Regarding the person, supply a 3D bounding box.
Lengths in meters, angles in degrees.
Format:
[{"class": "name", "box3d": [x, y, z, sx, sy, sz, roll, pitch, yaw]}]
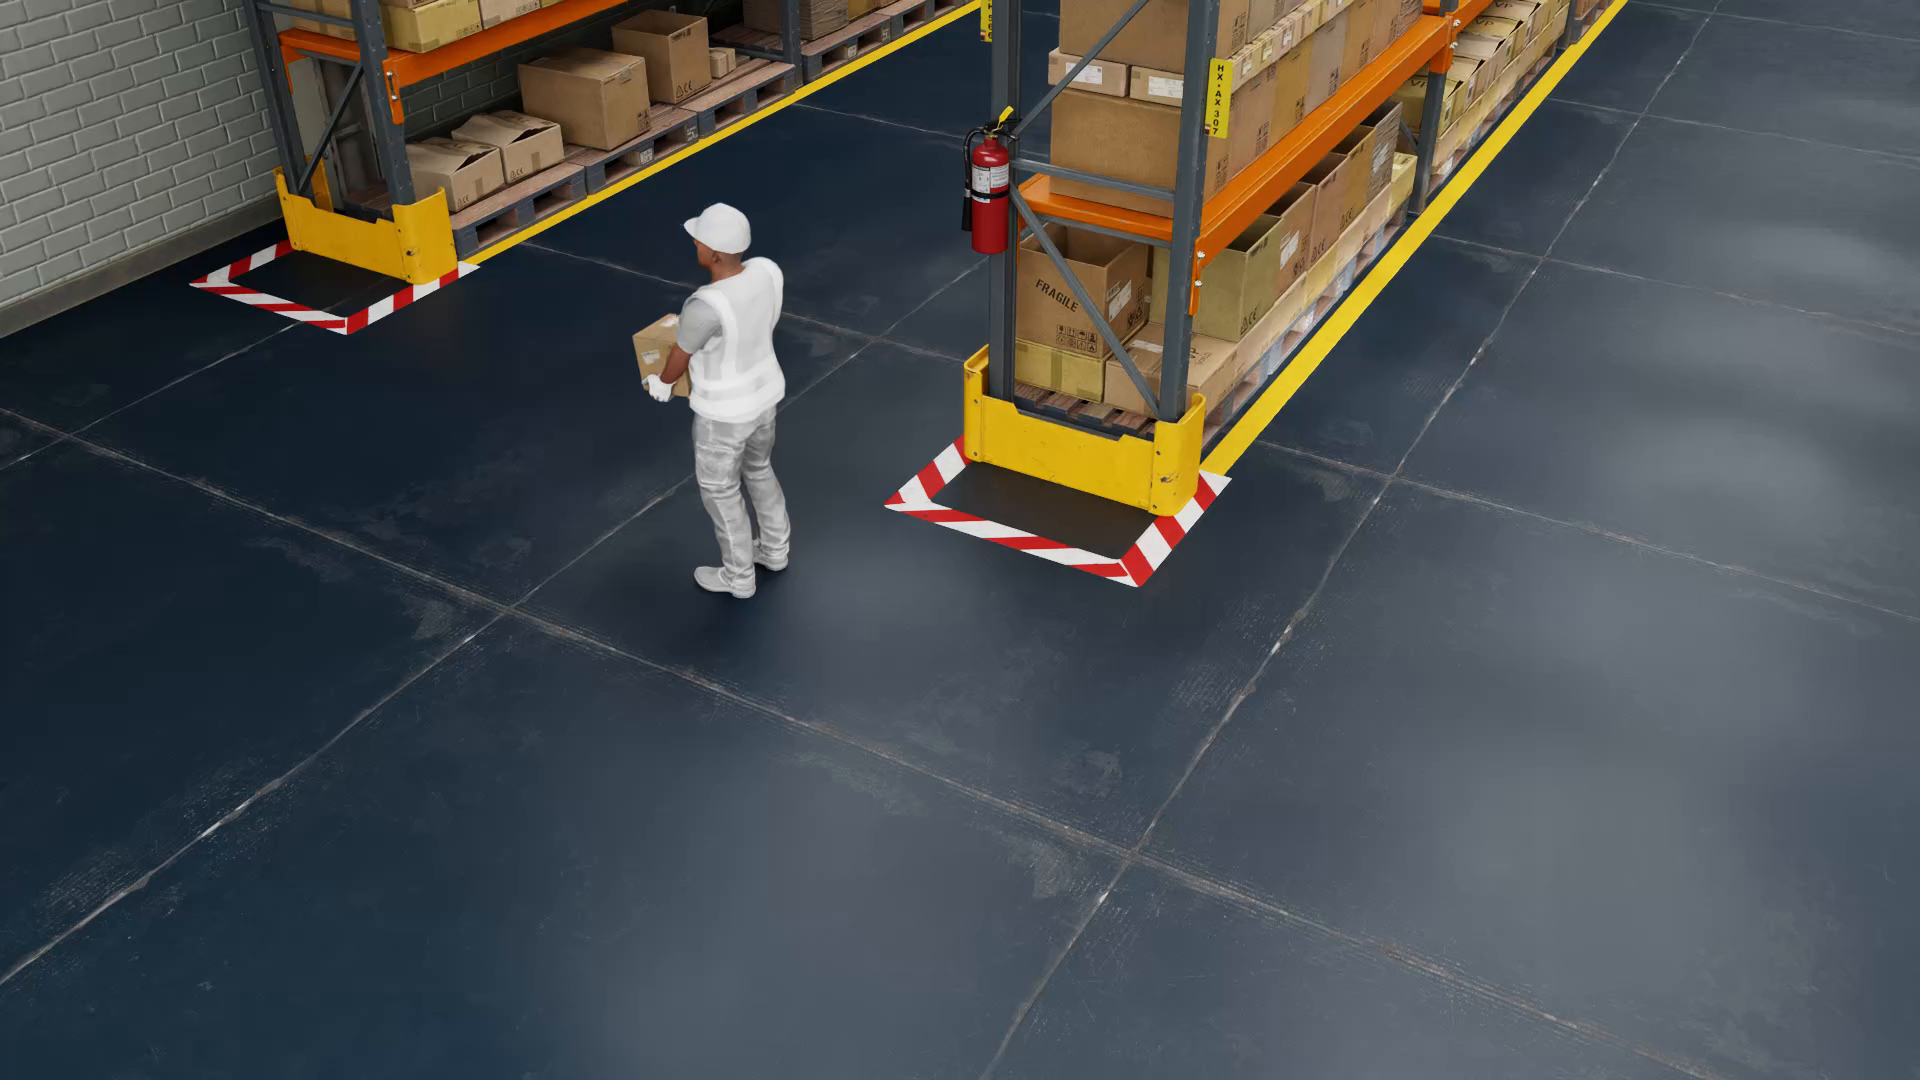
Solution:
[{"class": "person", "box3d": [-1.038, -0.602, 7.023, 0.565, 1.781, 0.489, 18, 38, 25]}]
